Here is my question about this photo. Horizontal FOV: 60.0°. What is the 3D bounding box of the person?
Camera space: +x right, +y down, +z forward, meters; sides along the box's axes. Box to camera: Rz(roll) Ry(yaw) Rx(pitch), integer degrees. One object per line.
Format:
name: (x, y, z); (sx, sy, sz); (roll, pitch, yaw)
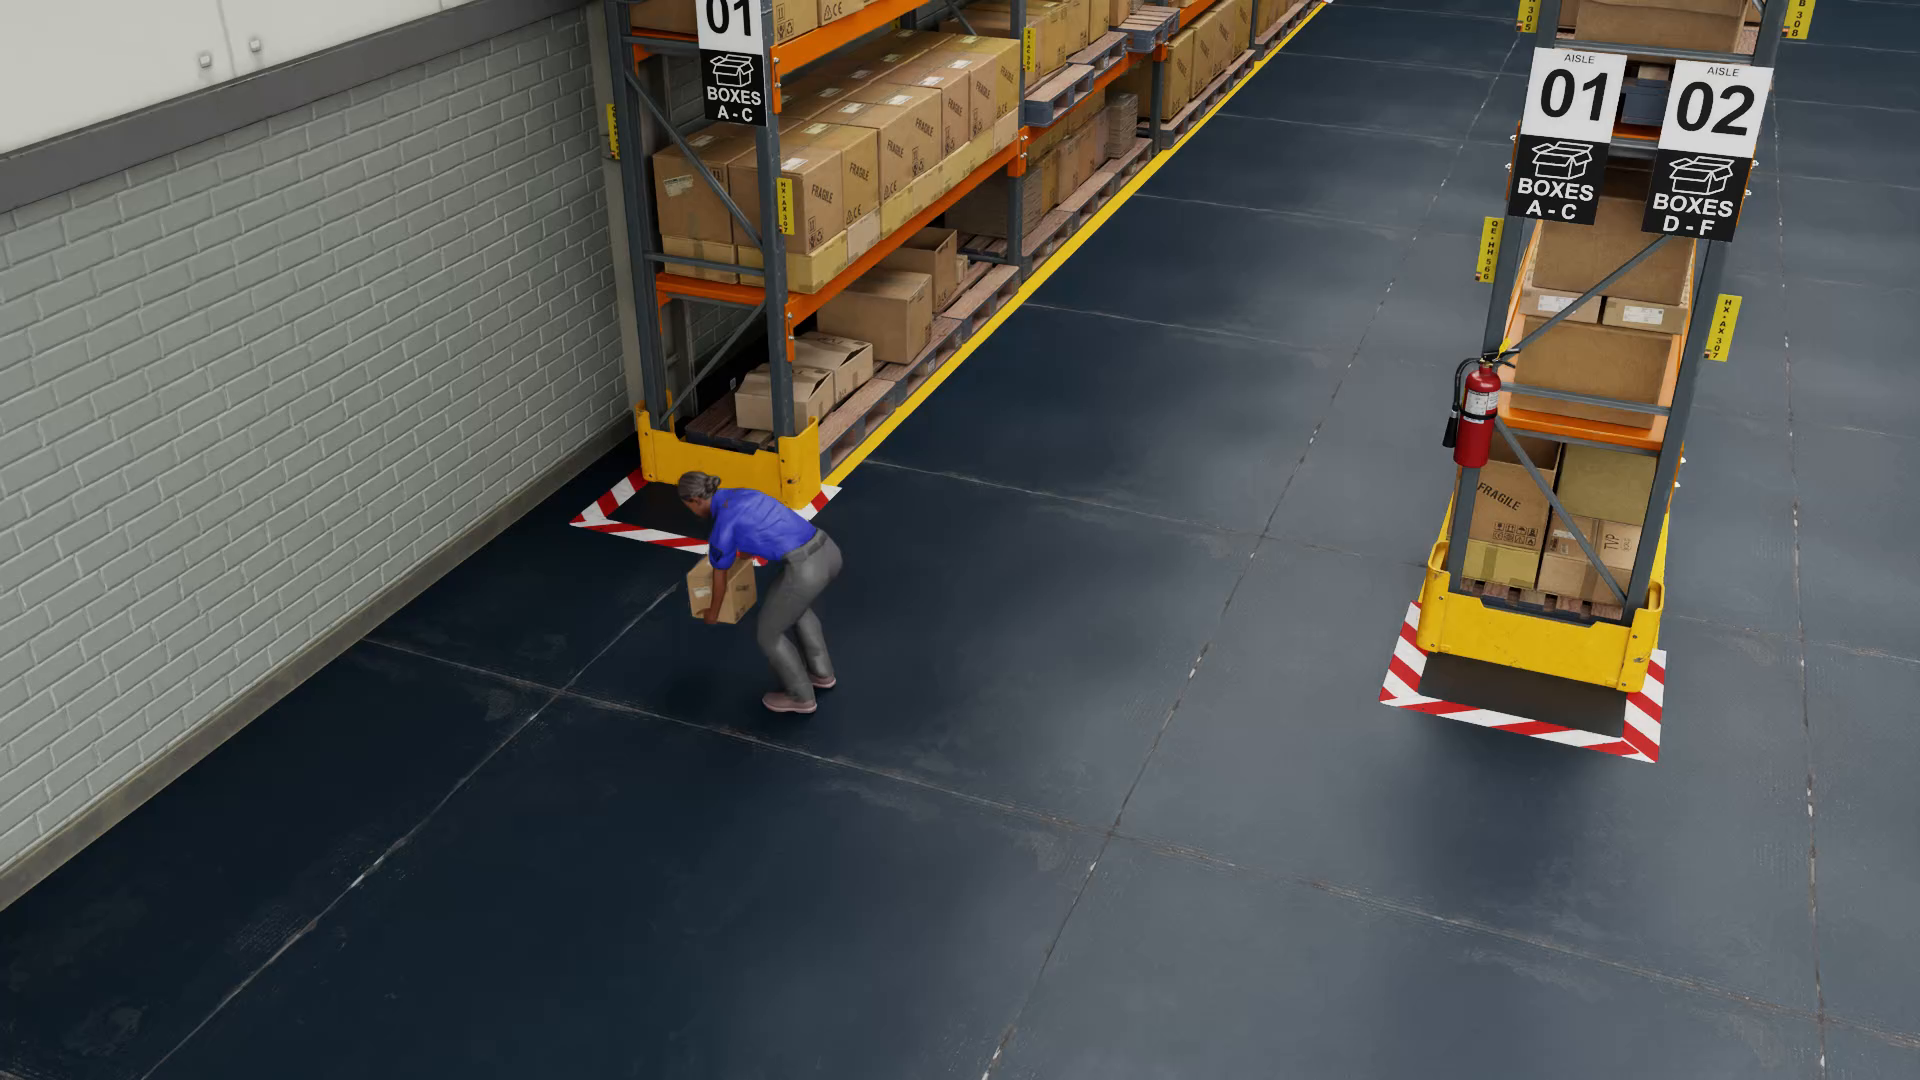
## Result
person: (-1.004, 0.212, 8.396); (0.824, 1.147, 0.429); (10, 31, 17)
